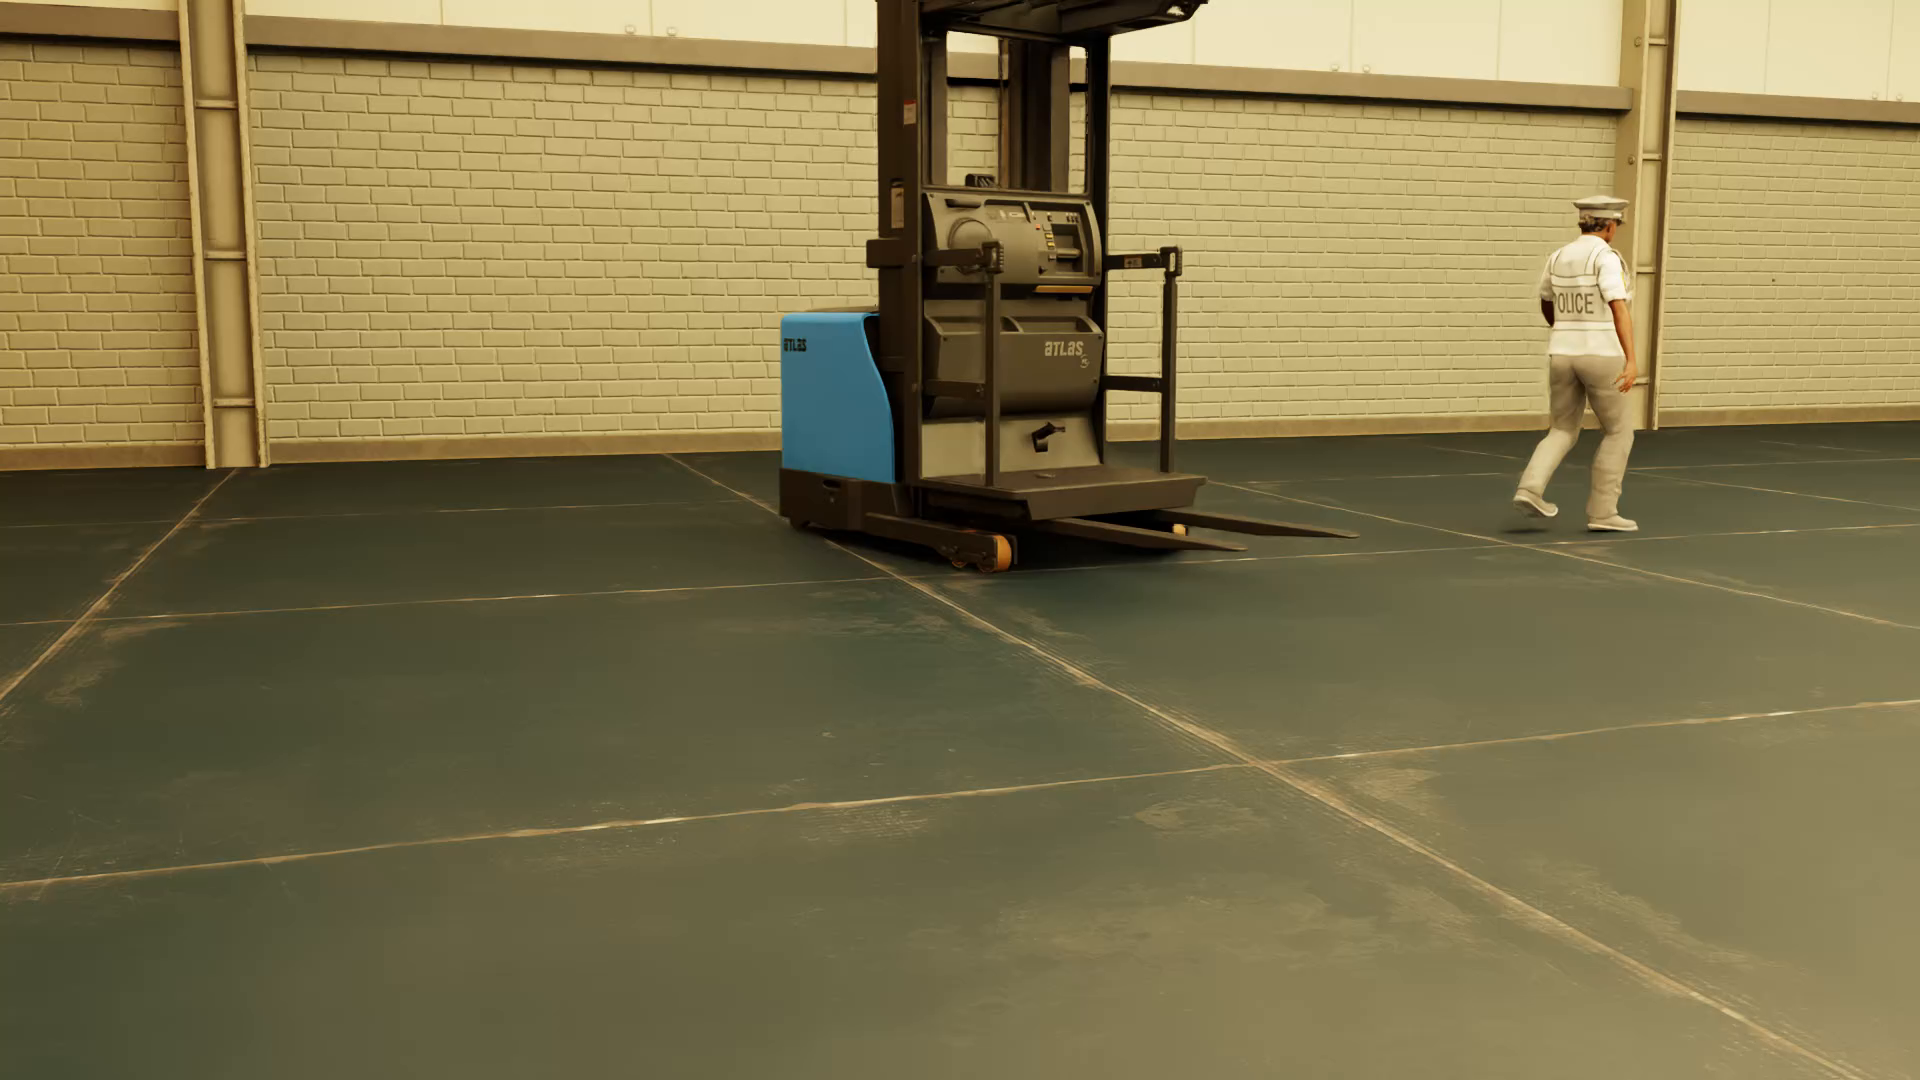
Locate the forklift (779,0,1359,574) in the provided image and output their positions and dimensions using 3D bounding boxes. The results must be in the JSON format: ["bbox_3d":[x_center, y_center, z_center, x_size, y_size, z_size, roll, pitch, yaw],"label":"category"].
[{"bbox_3d":[0.375,-1.387,7.243,1.130,2.935,3.031,-6,10,-36],"label":"forklift"}]

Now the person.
[{"bbox_3d":[3.099,-0.858,8.173,0.647,1.645,0.779,-4,9,-30],"label":"person"}]
